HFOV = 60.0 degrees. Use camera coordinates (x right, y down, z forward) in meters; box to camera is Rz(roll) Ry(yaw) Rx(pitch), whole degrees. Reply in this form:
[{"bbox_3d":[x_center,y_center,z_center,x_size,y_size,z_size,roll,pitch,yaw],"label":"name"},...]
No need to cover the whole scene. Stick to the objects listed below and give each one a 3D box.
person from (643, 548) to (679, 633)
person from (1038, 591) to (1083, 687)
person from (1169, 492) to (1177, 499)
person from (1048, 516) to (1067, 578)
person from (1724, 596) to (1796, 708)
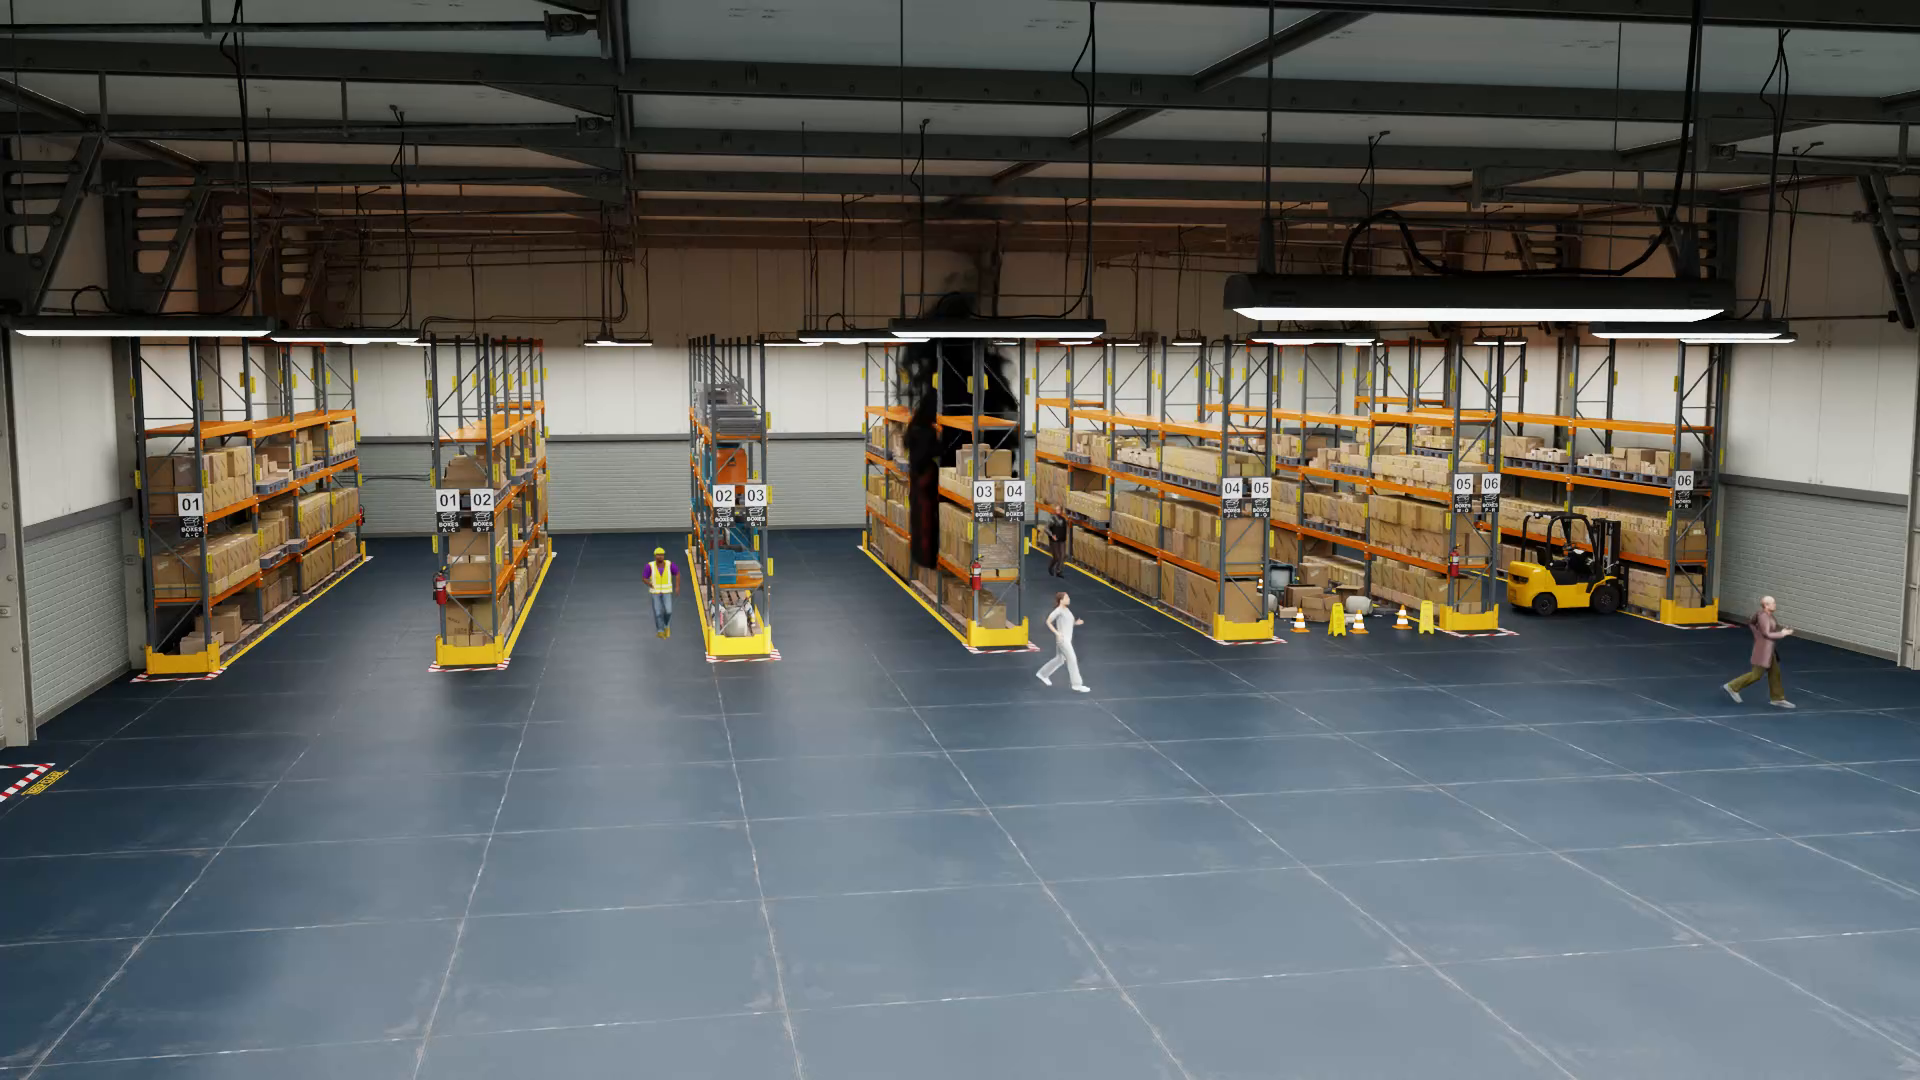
[{"bbox_3d":[-5.629,0.961,31.326,0.685,1.663,0.612,-1,7,-13],"label":"person"},{"bbox_3d":[1.688,1.641,27.862,0.809,1.579,0.561,2,7,18],"label":"person"},{"bbox_3d":[6.517,-0.894,50.803,0.509,1.628,0.666,1,7,6],"label":"person"},{"bbox_3d":[2.331,0.153,39.749,0.446,1.476,0.665,-3,7,-24],"label":"person"},{"bbox_3d":[12.802,1.772,26.537,1.059,1.764,0.691,4,8,31],"label":"person"}]
